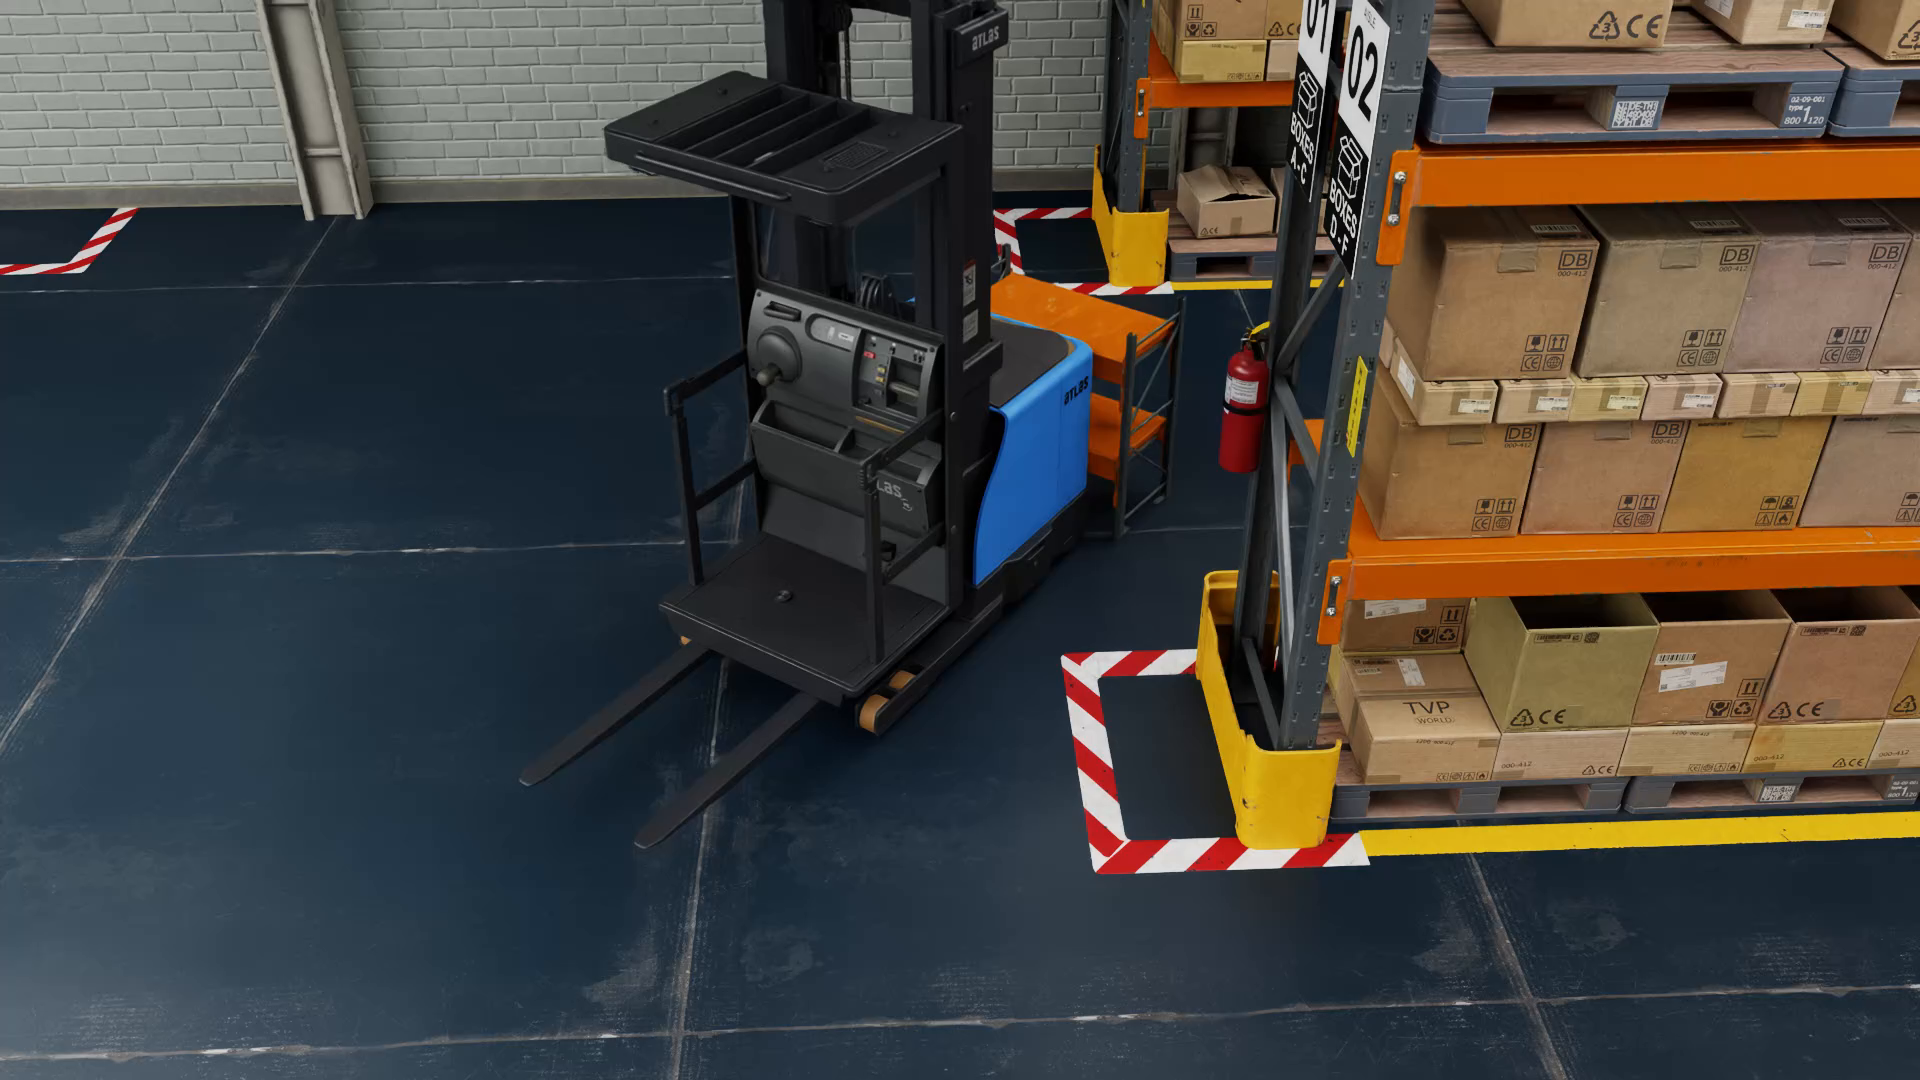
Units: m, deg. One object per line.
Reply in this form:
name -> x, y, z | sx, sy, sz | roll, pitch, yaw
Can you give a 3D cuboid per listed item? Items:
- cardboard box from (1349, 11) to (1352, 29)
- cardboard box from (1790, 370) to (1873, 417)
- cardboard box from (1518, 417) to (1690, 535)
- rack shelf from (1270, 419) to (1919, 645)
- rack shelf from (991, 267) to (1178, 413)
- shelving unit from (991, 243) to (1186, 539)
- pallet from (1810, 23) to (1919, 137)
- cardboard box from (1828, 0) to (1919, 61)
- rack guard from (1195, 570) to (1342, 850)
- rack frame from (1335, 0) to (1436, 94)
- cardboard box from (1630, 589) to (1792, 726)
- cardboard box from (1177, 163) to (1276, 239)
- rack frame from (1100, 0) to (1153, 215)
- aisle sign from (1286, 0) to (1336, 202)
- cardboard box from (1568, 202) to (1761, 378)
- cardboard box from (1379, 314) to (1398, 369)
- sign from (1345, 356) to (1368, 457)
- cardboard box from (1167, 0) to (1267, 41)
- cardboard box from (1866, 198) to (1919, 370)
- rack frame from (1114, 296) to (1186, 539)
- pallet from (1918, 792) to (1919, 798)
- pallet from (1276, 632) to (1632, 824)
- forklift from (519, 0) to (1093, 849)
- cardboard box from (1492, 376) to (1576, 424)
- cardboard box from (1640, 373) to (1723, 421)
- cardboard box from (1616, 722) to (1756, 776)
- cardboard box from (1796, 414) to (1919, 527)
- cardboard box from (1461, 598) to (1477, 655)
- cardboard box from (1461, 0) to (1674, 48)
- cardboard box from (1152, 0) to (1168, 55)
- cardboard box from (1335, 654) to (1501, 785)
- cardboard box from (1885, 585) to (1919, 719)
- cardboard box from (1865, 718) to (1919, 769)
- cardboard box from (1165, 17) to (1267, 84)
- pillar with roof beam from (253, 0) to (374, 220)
cardboard box -> 2.532, -3.290, 9.823 | 0.500, 0.500, 0.500 | -3, 35, -4
cardboard box -> 2.957, -0.591, 5.810 | 0.250, 0.149, 0.380 | -2, 35, -3
cardboard box -> 2.260, -0.422, 6.137 | 0.500, 0.500, 0.700 | -1, 35, -1
rack shelf -> 3.266, -0.117, 6.415 | 4.000, 0.370, 1.077 | -2, 35, -2
rack shelf -> 0.513, -1.000, 8.191 | 1.000, 0.278, 0.538 | 22, 40, 29
shelving unit -> 0.513, -0.759, 8.357 | 1.048, 1.125, 0.538 | 22, 40, 29
pallet -> 3.198, -1.595, 5.361 | 1.213, 0.211, 1.003 | -2, 35, -2
cardboard box -> 2.940, -1.753, 4.932 | 0.500, 0.500, 0.500 | -2, 35, -2
rack guard -> 1.244, 0.669, 6.843 | 0.348, 0.500, 1.175 | -2, 35, -2
rack frame -> 1.268, -2.826, 4.426 | 0.127, 3.000, 1.000 | -2, 35, -2
cardboard box -> 2.813, 0.367, 6.472 | 0.500, 0.500, 0.500 | -2, 35, -2
cardboard box -> 1.726, -2.218, 10.795 | 0.500, 0.311, 0.500 | -5, 35, -8
rack frame -> 1.030, -3.175, 10.202 | 0.127, 3.000, 1.000 | -2, 35, -2
aisle sign -> 1.189, -1.593, 5.632 | 0.004, 0.787, 0.394 | -2, 35, -2
cardboard box -> 2.313, -0.958, 5.770 | 0.500, 0.500, 0.700 | -2, 35, -3
cardboard box -> 1.641, -0.785, 6.091 | 0.250, 0.149, 0.380 | -2, 35, -3
sign -> 1.289, -0.432, 5.408 | 0.005, 0.325, 0.100 | -2, 35, -2
cardboard box -> 1.521, -3.272, 9.797 | 0.500, 0.500, 0.500 | -1, 35, -2
cardboard box -> 3.317, -0.985, 5.810 | 0.500, 0.500, 0.700 | -2, 35, -2
rack frame -> 0.924, -0.589, 8.112 | 0.032, 1.125, 0.500 | 22, 40, 29
pallet -> 4.468, 0.677, 7.086 | 1.213, 0.211, 1.003 | -2, 35, -2
pallet -> 2.030, 0.743, 6.991 | 1.213, 0.211, 1.003 | -2, 35, -2
forklift -> -0.606, -0.692, 6.674 | 1.130, 2.935, 3.031 | 21, 40, 27
cardboard box -> 1.934, -0.564, 5.771 | 0.250, 0.149, 0.380 | -2, 35, -3
cardboard box -> 2.436, -0.575, 5.787 | 0.250, 0.149, 0.380 | -2, 35, -3
cardboard box -> 2.813, 0.682, 6.676 | 0.500, 0.250, 0.500 | -2, 35, -2
cardboard box -> 3.282, -0.449, 6.175 | 0.500, 0.500, 0.700 | -1, 35, -1
cardboard box -> 2.289, 0.396, 7.089 | 0.500, 0.250, 0.500 | -2, 35, -2
cardboard box -> 1.843, -1.878, 5.109 | 0.637, 0.503, 0.797 | 1, 35, 1
cardboard box -> 1.488, -3.244, 10.416 | 0.500, 0.250, 0.500 | -1, 35, -2
cardboard box -> 1.815, 0.711, 6.634 | 0.500, 0.250, 0.500 | -2, 35, -2
cardboard box -> 3.812, 0.342, 6.508 | 0.500, 0.500, 0.500 | -2, 35, -2
cardboard box -> 3.812, 0.658, 6.711 | 0.500, 0.250, 0.500 | -2, 35, -2
cardboard box -> 1.533, -2.954, 9.997 | 0.500, 0.250, 0.500 | -3, 35, -4
pillar with roof beam -> -4.101, -3.543, 5.463 | 0.400, 9.000, 9.100 | -2, 35, -2
